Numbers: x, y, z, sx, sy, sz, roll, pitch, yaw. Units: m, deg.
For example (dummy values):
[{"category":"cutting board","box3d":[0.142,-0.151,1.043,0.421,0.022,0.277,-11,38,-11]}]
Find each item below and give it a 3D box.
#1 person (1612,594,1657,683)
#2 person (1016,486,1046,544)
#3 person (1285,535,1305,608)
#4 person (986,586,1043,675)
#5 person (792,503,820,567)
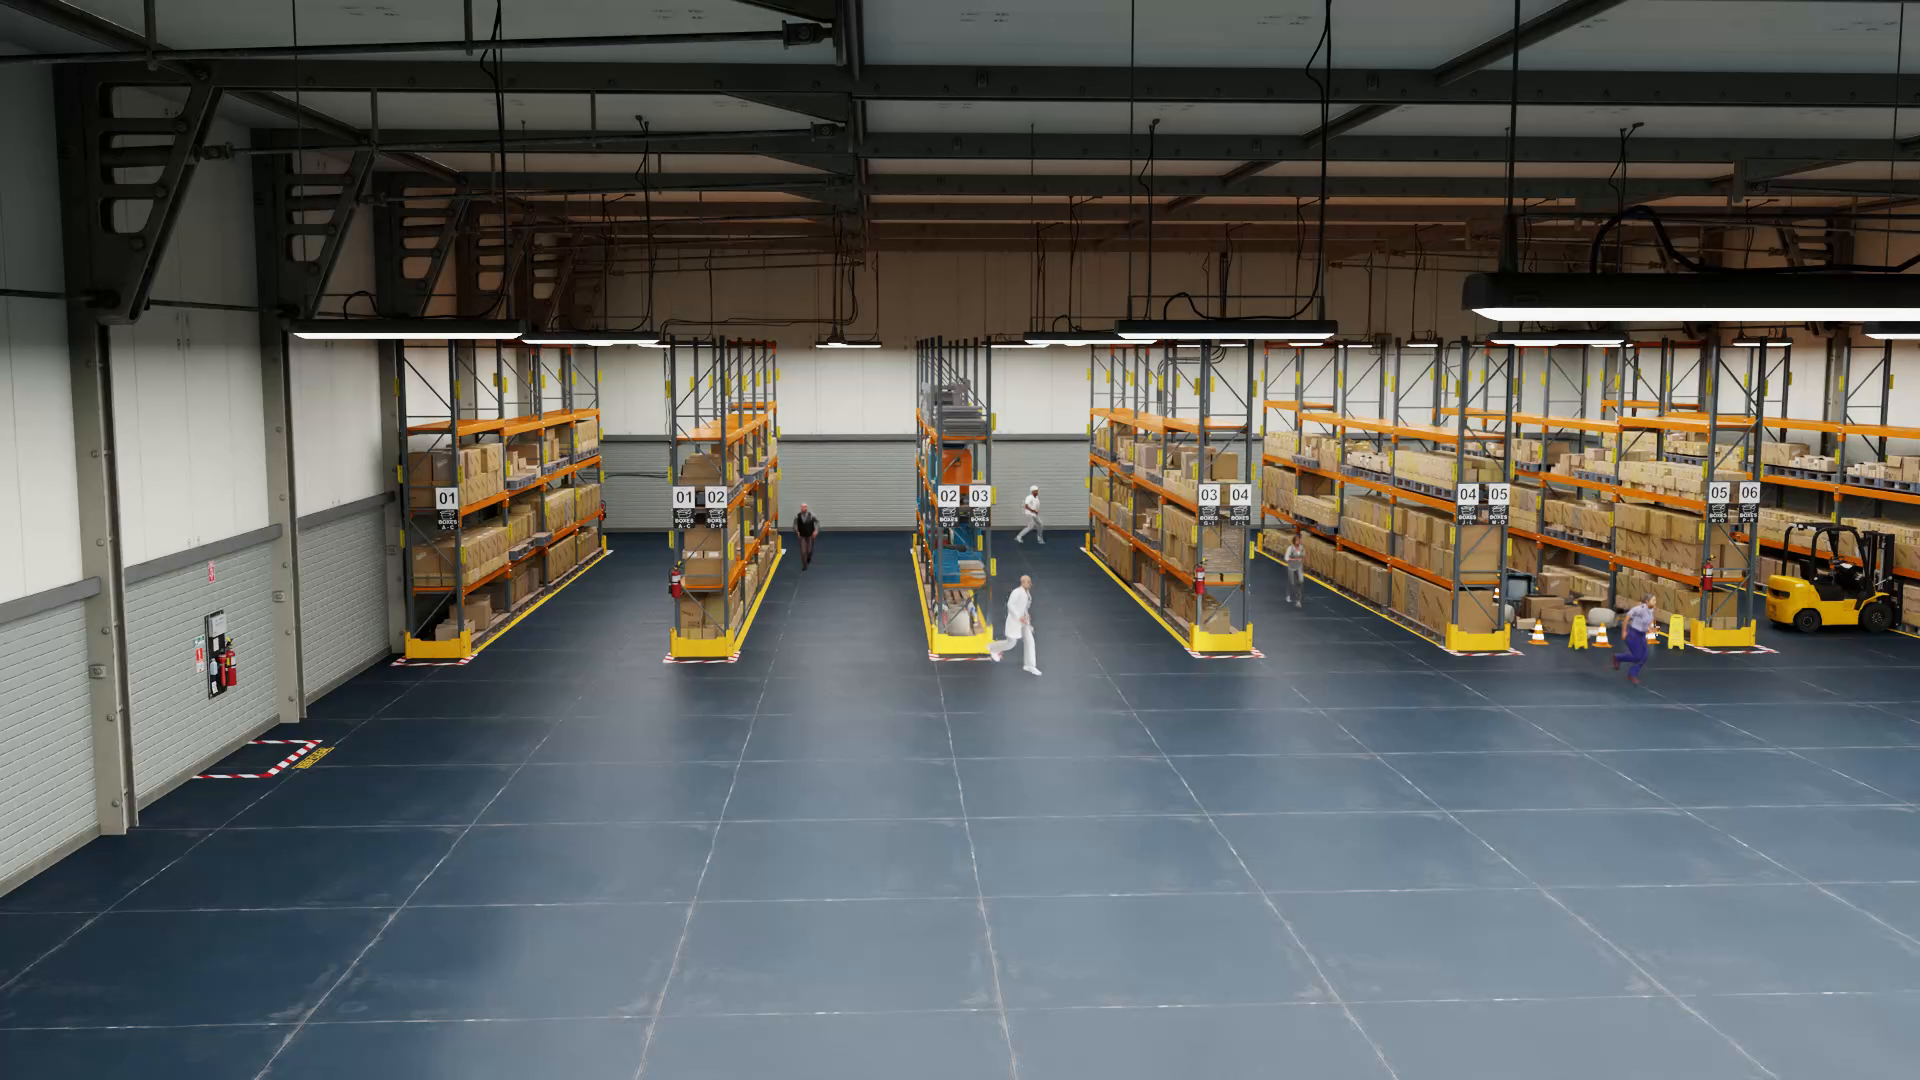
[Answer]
[{"category":"person","box3d":[11.713,1.692,28.866,0.703,1.588,0.599,6,9,43]},{"category":"person","box3d":[2.122,-0.723,49.317,0.757,1.760,0.893,3,7,22]},{"category":"person","box3d":[7.523,0.689,37.436,0.561,1.626,0.801,-1,7,-12]},{"category":"person","box3d":[0.980,1.597,29.720,1.128,1.586,0.714,4,8,32]},{"category":"person","box3d":[-3.821,-0.110,41.246,0.674,1.627,0.607,0,6,1]}]
